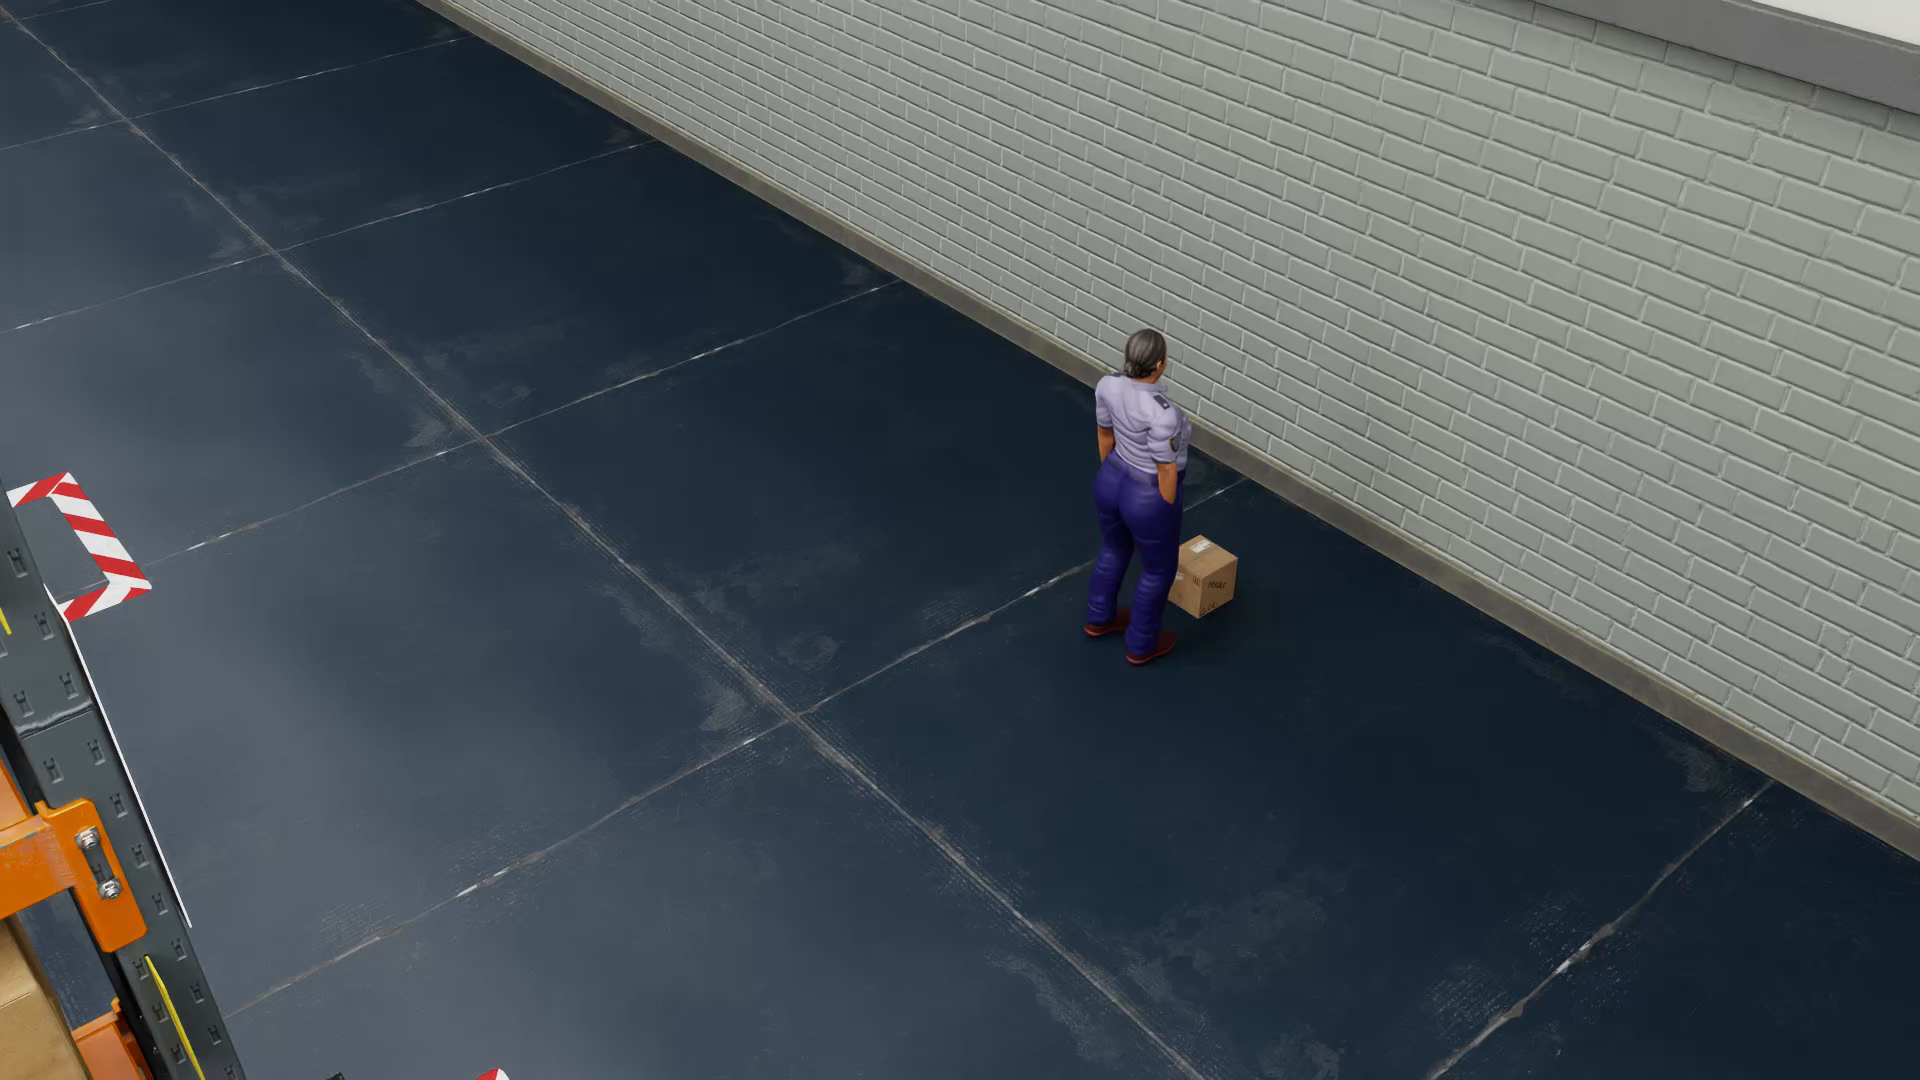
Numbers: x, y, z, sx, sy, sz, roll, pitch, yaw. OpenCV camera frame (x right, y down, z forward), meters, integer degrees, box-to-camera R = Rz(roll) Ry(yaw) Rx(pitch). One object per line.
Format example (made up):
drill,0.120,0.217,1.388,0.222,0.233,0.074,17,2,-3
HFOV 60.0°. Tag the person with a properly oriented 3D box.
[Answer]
person,0.793,-0.208,7.382,0.343,1.648,0.466,-25,43,-30
